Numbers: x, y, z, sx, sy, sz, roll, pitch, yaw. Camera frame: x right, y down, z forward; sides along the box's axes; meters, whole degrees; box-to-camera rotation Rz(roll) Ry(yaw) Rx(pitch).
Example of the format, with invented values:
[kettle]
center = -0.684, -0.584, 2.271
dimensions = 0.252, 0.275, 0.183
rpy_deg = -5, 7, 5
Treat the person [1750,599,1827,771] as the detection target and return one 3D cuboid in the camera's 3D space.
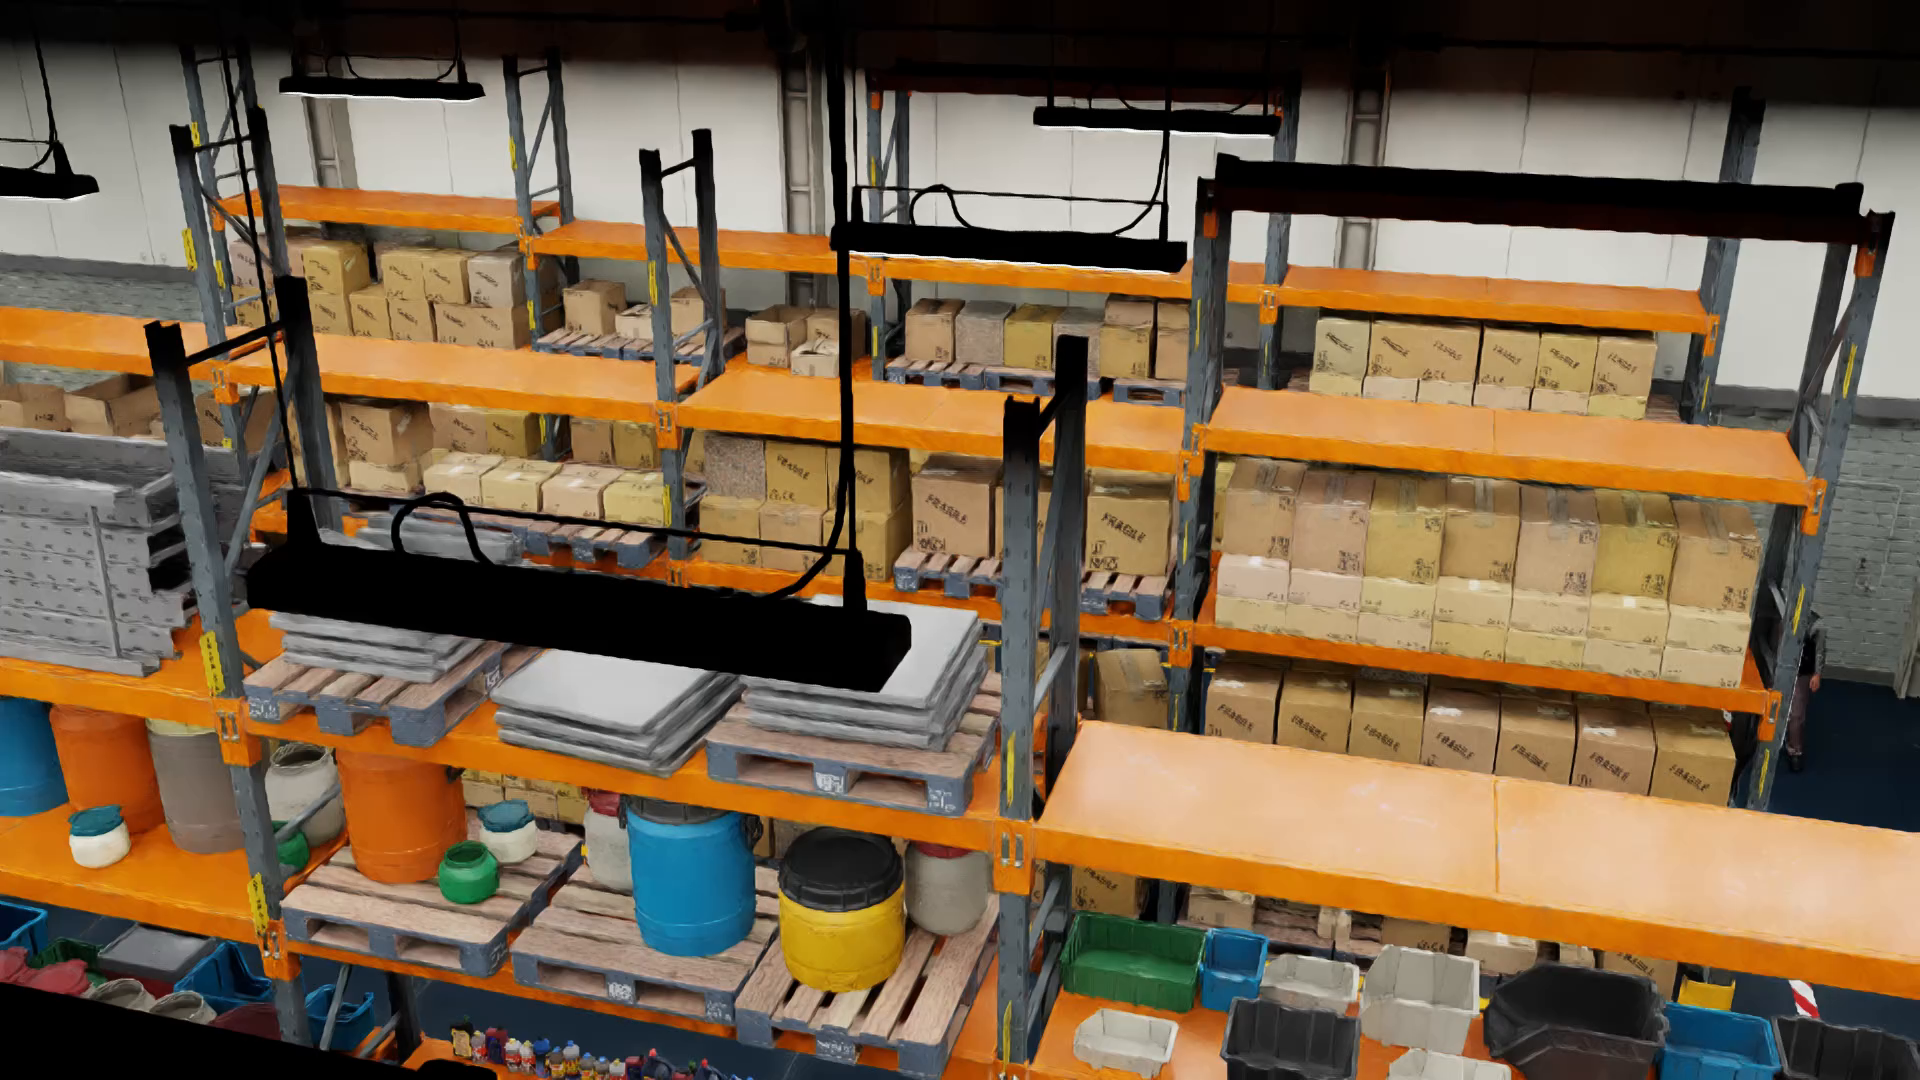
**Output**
[person]
center = 7.774, 1.231, 15.552
dimensions = 0.563, 1.712, 0.737
rpy_deg = -17, 28, -36
